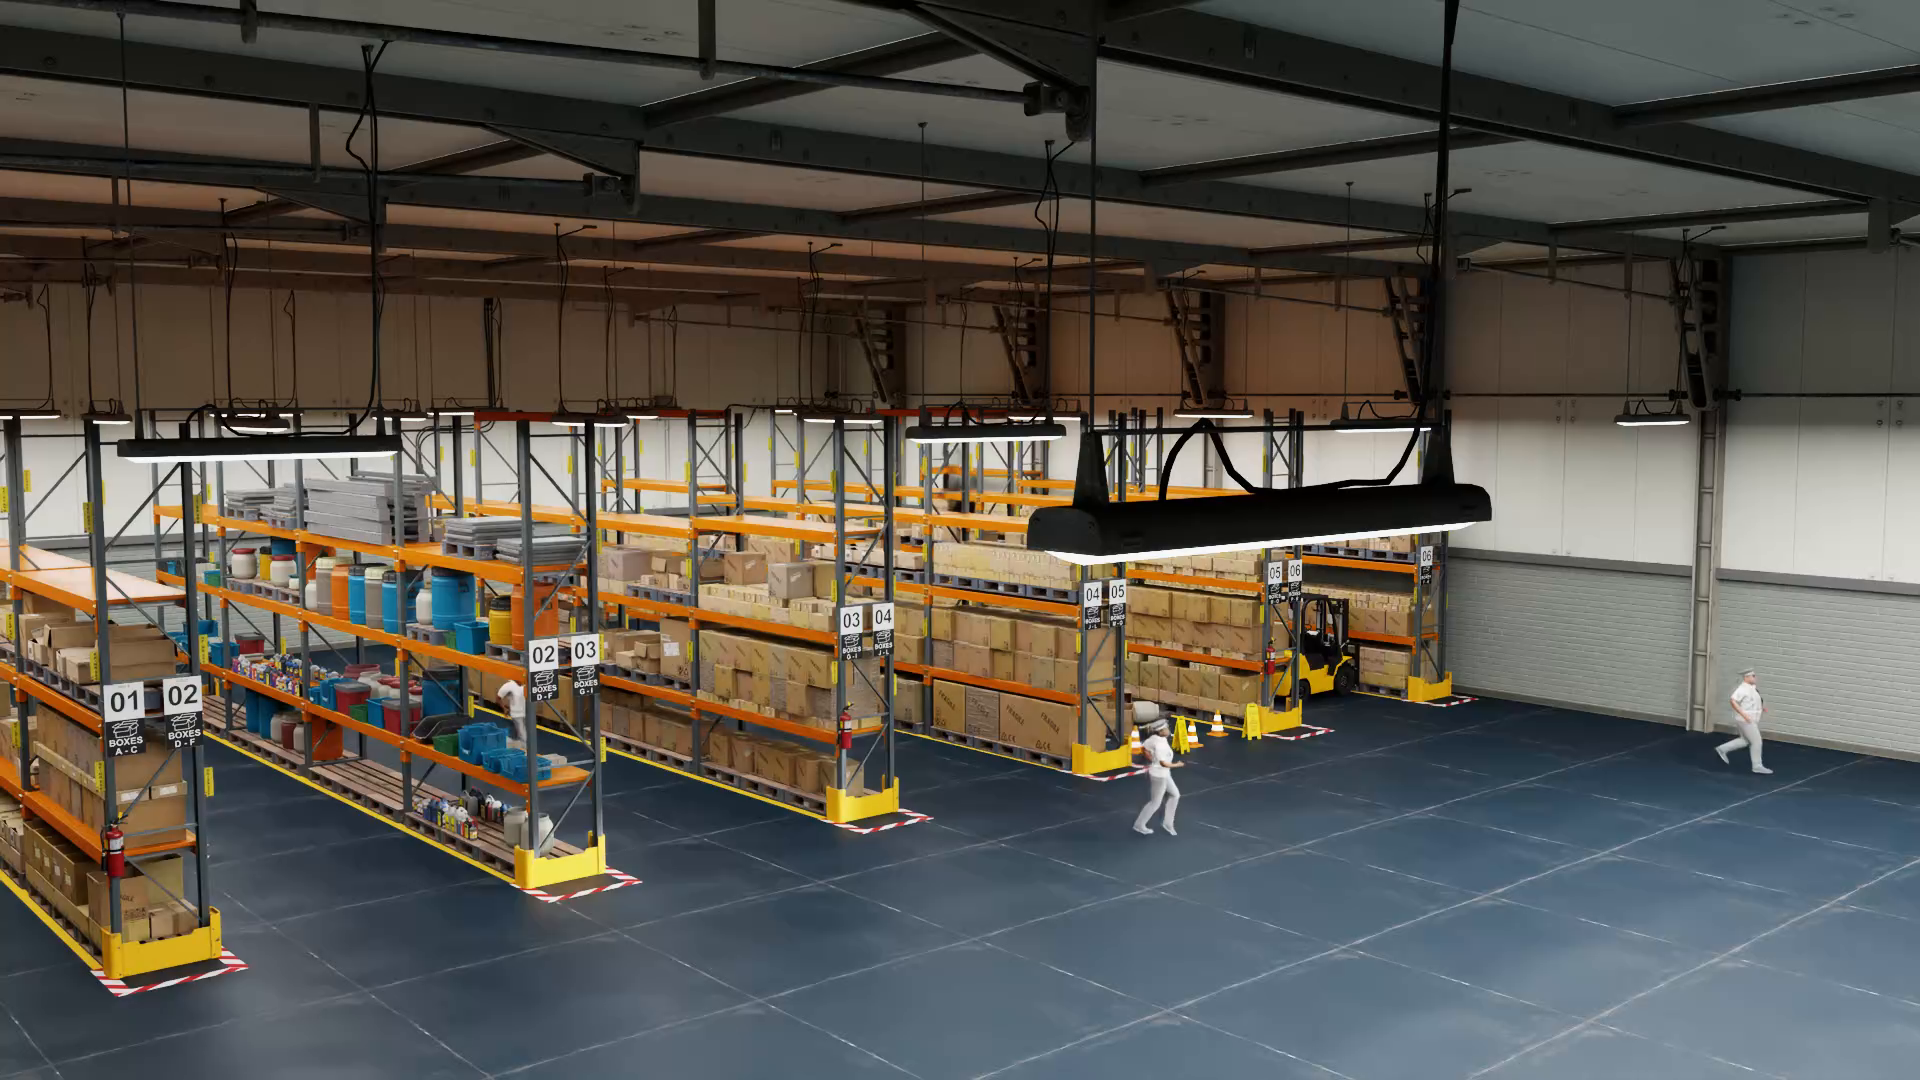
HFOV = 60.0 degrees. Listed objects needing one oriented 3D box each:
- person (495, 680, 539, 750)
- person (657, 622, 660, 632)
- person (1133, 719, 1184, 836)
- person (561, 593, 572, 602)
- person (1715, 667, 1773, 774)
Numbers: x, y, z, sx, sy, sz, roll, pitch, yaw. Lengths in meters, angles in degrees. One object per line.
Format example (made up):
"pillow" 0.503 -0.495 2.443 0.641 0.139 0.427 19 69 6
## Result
"person" -7.413 2.974 28.096 0.968 1.747 0.710 5 7 43
"person" -7.309 1.960 41.201 0.694 1.574 0.591 2 5 21
"person" 2.842 3.412 23.800 0.726 1.747 0.576 0 5 4
"person" -9.578 2.001 40.041 0.667 1.616 0.988 1 5 13
"person" 13.157 2.996 27.861 0.929 1.755 0.675 3 6 34
